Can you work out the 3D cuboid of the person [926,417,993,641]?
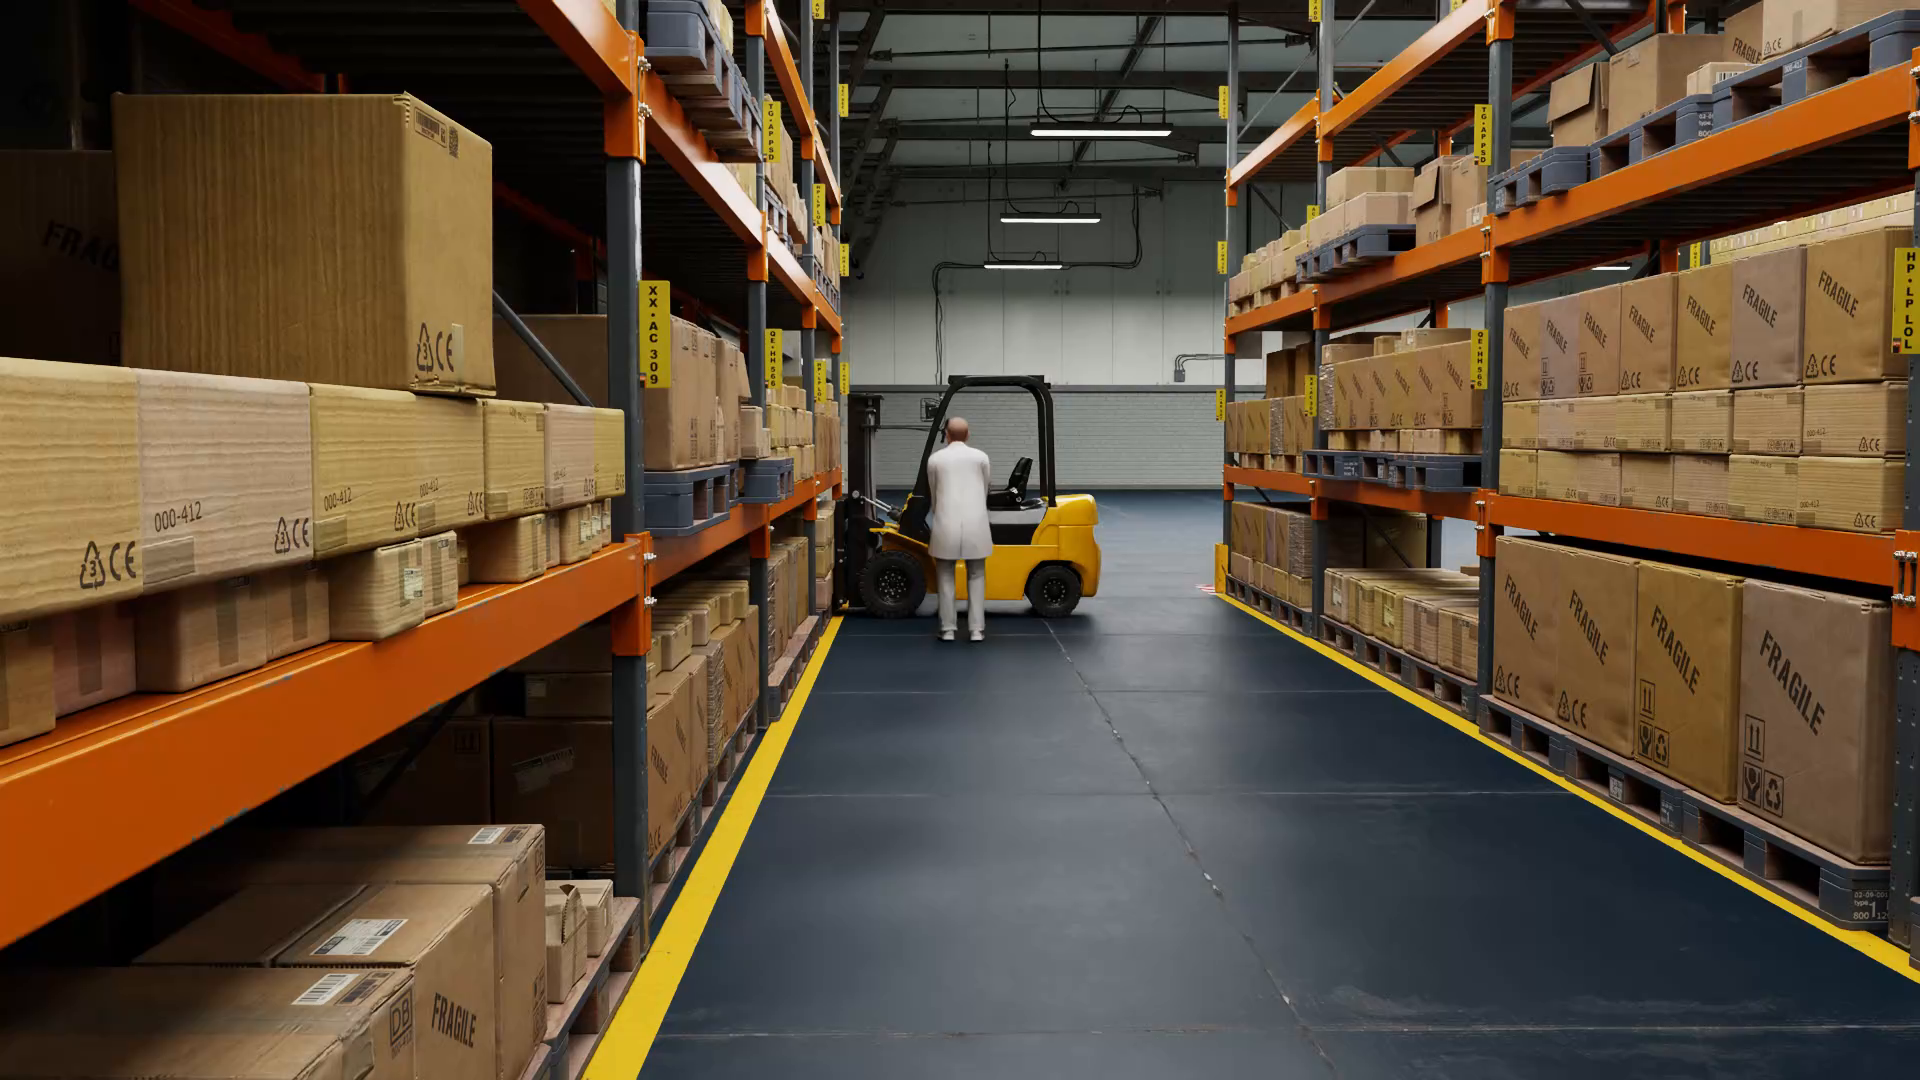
[{"bbox_3d":[-0.002,-0.093,13.240,0.531,1.774,0.573,0,4,-2],"label":"person"}]
